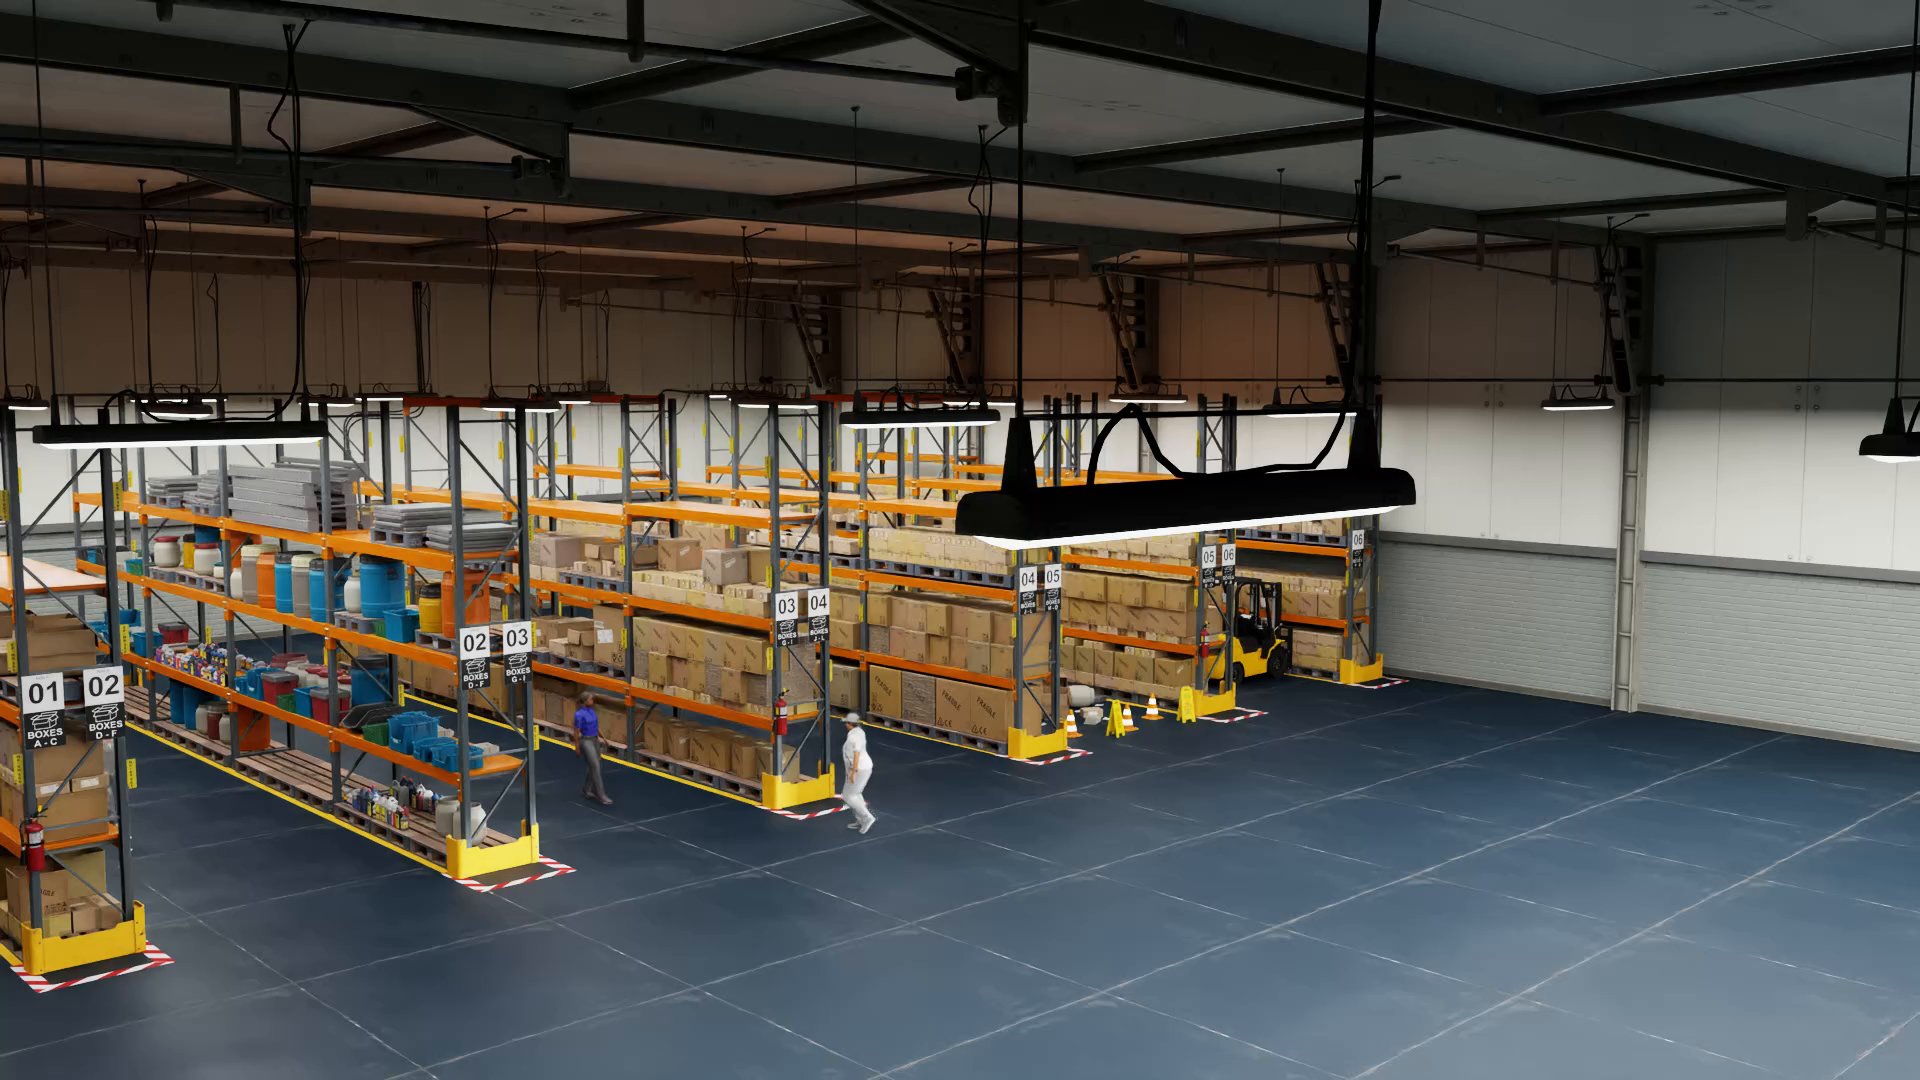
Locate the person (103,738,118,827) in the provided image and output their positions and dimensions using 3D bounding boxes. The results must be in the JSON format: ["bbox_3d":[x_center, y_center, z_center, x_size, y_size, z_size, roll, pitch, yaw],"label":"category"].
[{"bbox_3d":[-12.068,3.281,23.472,1.006,1.531,0.487,3,6,28],"label":"person"}]

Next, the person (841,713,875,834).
[{"bbox_3d":[-1.426,3.262,23.393,0.541,1.649,0.581,1,6,9],"label":"person"}]

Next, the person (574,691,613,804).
[{"bbox_3d":[-5.478,3.111,25.068,0.719,1.648,0.473,2,6,20],"label":"person"}]
